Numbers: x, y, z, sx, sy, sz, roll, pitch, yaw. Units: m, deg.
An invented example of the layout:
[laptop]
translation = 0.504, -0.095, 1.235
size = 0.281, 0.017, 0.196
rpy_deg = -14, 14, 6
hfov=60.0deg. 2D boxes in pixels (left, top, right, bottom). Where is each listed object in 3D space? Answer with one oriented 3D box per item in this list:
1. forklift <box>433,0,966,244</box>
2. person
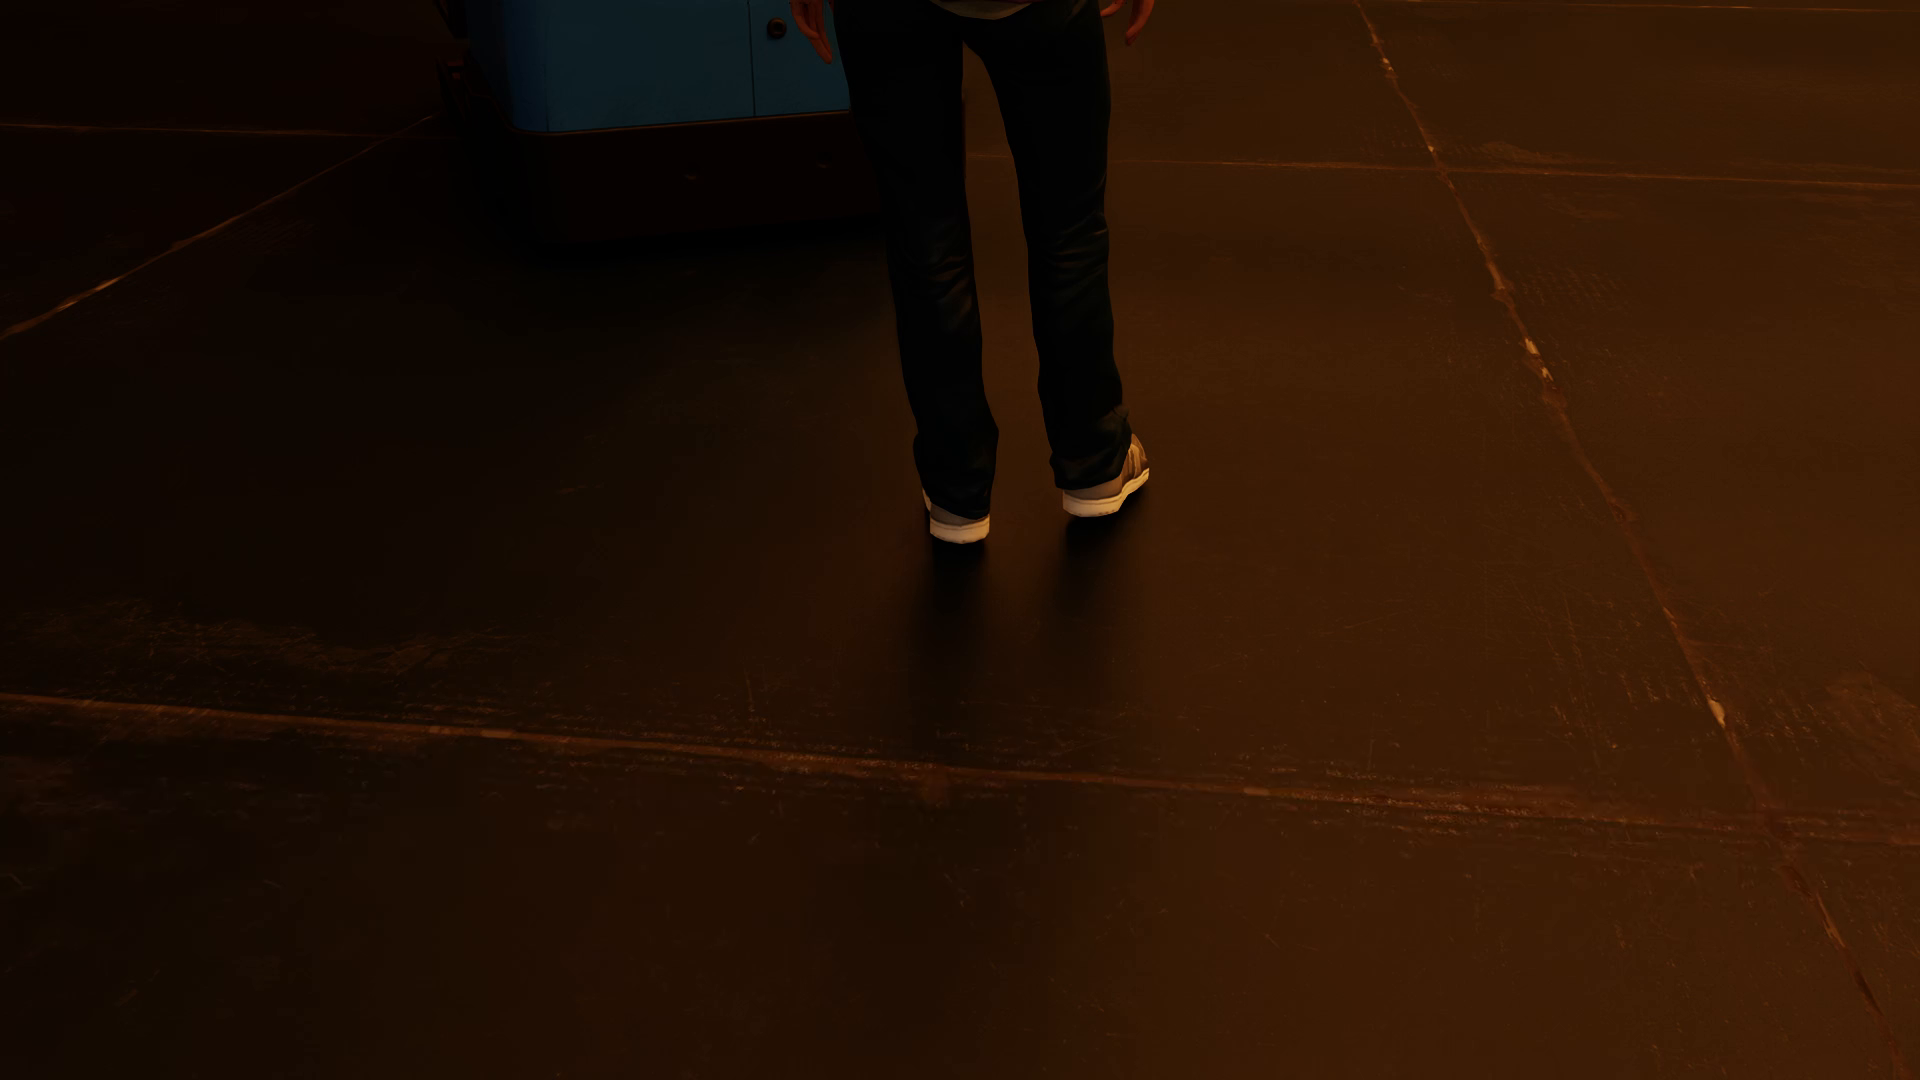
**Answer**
[forklift]
translation = -0.970, -2.595, 4.419
size = 1.130, 2.935, 3.031
rpy_deg = -9, 28, -18
[person]
translation = 0.023, -0.753, 2.205
size = 0.521, 1.599, 0.473
rpy_deg = 3, 27, 7
